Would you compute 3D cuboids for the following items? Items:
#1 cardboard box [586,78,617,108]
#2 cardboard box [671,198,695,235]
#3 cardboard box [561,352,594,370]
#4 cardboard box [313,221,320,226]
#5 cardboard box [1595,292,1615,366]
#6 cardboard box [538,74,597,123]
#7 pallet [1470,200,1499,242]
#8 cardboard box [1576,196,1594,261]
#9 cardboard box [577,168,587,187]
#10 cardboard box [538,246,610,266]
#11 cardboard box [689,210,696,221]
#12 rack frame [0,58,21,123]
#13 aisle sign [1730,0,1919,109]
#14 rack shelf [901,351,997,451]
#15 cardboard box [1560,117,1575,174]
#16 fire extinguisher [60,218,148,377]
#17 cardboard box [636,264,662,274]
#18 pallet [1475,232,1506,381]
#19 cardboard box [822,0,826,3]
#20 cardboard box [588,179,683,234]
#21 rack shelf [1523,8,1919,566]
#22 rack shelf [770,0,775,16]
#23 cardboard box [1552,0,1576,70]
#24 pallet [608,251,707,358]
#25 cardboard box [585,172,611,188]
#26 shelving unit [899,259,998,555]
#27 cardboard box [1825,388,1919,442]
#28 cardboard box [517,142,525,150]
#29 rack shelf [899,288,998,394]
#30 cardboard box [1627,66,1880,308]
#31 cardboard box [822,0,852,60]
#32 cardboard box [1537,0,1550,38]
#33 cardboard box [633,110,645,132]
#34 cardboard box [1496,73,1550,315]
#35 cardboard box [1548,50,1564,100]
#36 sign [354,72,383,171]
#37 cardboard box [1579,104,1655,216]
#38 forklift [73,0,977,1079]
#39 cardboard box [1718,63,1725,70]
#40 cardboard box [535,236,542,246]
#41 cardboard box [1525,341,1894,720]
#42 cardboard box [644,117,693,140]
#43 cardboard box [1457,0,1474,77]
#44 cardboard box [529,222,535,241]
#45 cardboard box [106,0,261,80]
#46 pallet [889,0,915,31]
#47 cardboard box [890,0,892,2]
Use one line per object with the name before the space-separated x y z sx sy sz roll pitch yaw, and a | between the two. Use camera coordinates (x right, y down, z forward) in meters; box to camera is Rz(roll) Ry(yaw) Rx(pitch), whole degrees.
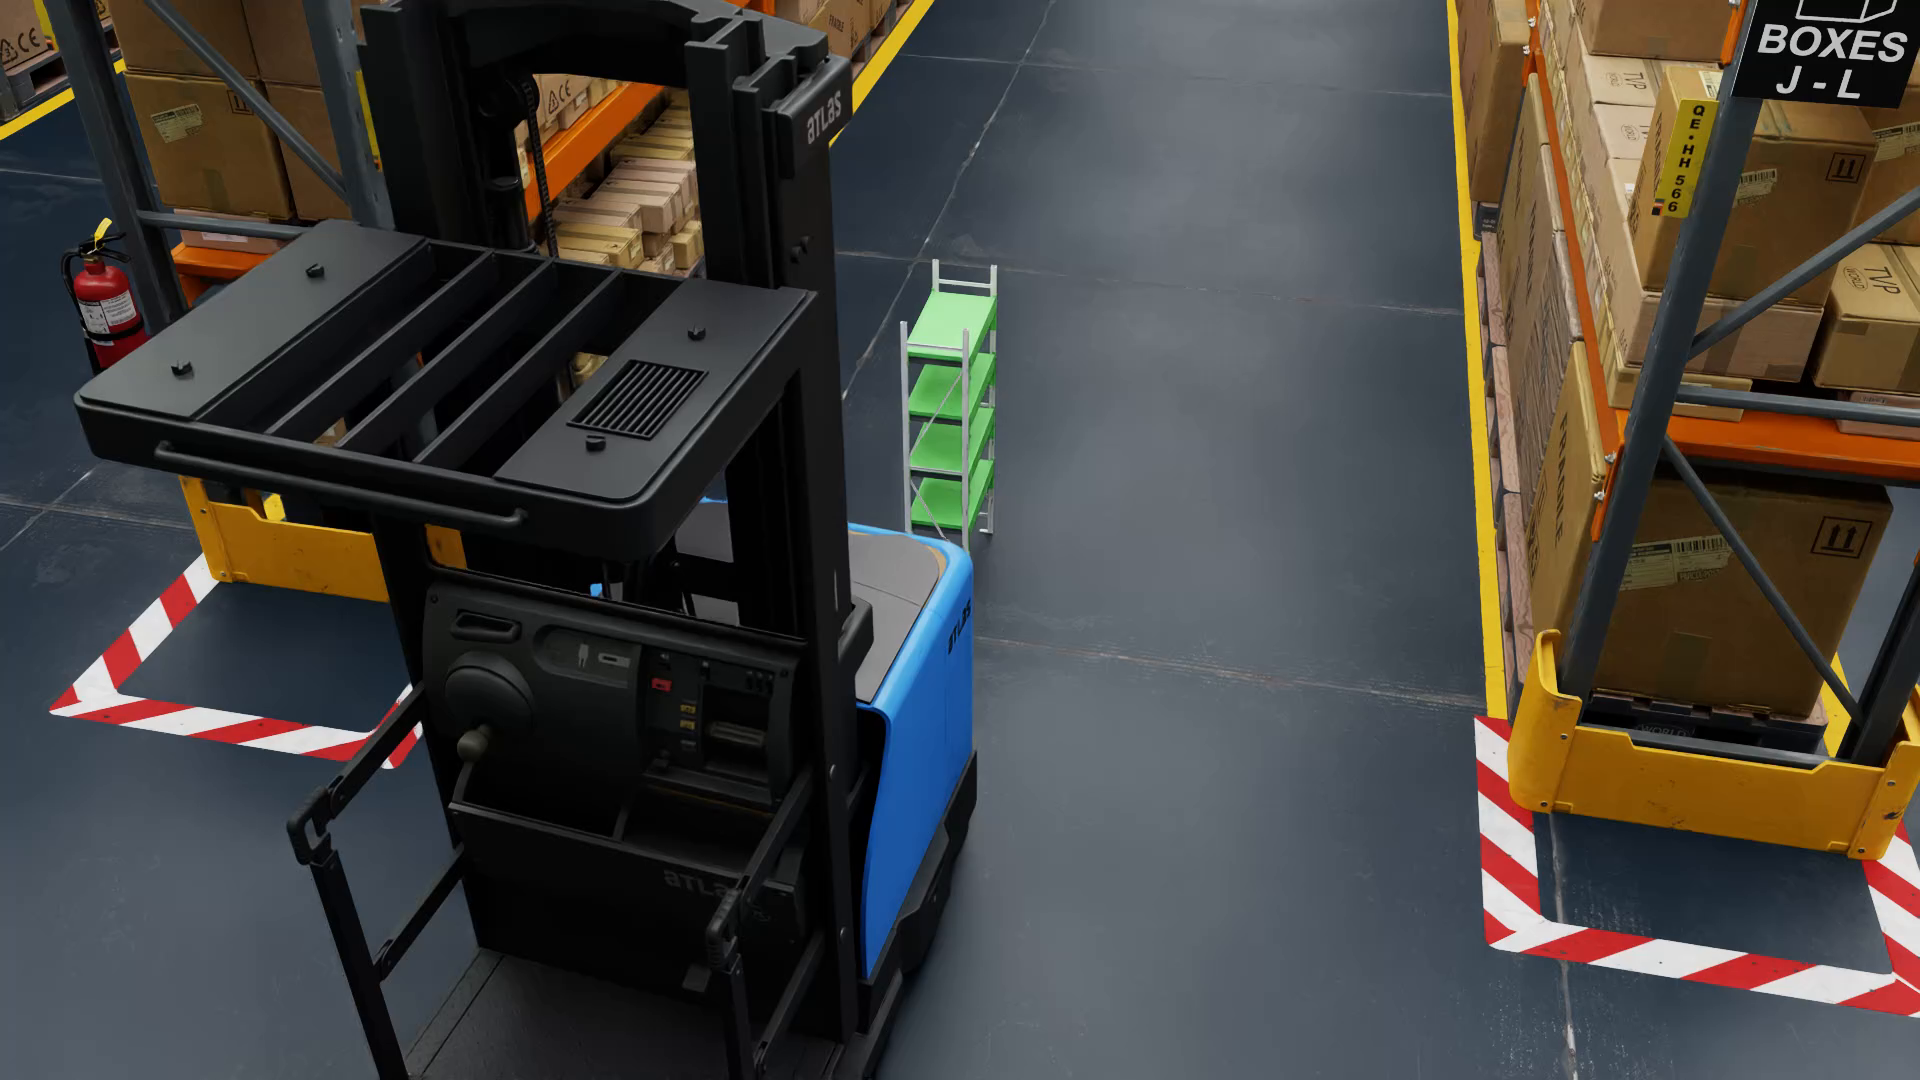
cardboard box | -1.708 -1.987 7.150 0.380 0.149 0.250 9 37 12
cardboard box | -1.553 -1.660 8.302 0.380 0.149 0.250 8 37 11
cardboard box | -1.777 -0.883 7.230 0.380 0.149 0.250 8 37 11
cardboard box | -2.497 -1.302 6.204 0.380 0.149 0.250 7 37 10
cardboard box | 2.252 -0.657 5.314 0.380 0.149 0.250 8 37 10
cardboard box | -1.808 -2.016 6.637 0.500 0.500 0.500 8 37 11
pallet | 3.389 -1.980 9.302 1.003 0.211 1.213 7 37 10
cardboard box | 2.415 -1.093 5.916 0.380 0.149 0.250 7 36 9
cardboard box | -2.092 -1.832 8.286 0.380 0.149 0.250 8 37 11
cardboard box | -1.776 -1.170 7.372 0.380 0.149 0.250 9 37 12
cardboard box | -1.582 -1.651 8.543 0.380 0.149 0.250 6 36 9
rack frame | -6.383 -3.899 9.574 1.000 3.000 0.127 7 37 10
aisle sign | 2.135 -1.413 3.928 0.394 0.787 0.004 7 37 10
rack shelf | -0.035 -0.534 6.164 0.258 0.148 0.480 7 37 10
cardboard box | 2.578 -1.534 6.524 0.380 0.149 0.250 6 36 9
fire extinguisher | -2.885 -0.775 5.646 0.296 0.674 0.183 7 37 10
cardboard box | -1.638 -1.208 7.932 0.380 0.149 0.250 7 37 10
pallet | 3.059 -1.102 8.090 1.003 0.211 1.213 7 37 10
cardboard box | -0.999 -3.494 10.148 0.500 0.250 0.500 8 37 11
cardboard box | -1.554 -1.600 7.966 0.380 0.149 0.250 6 36 8
rack shelf | 2.871 -1.219 6.489 1.077 0.370 4.000 7 37 10
rack shelf | -1.099 -4.192 10.591 1.077 0.370 4.000 7 37 10
cardboard box | 2.831 -2.196 7.098 0.500 0.250 0.500 7 37 10
pallet | -1.893 -1.117 8.111 1.003 0.211 1.213 7 37 10
cardboard box | -1.960 -1.850 8.565 0.380 0.149 0.250 6 36 8
shelving unit | -0.035 -0.391 6.267 0.258 1.200 0.503 7 37 10
cardboard box | 2.842 -0.424 4.993 0.380 0.149 0.250 8 37 10
cardboard box | -1.946 -1.551 6.548 0.380 0.149 0.250 9 37 12
rack shelf | -0.035 -0.728 6.023 0.258 0.148 0.480 7 37 10
cardboard box | 2.291 -1.039 4.863 0.500 0.500 0.500 8 37 11
cardboard box | -0.998 -3.188 10.365 0.500 0.500 0.500 9 37 12
cardboard box | 2.910 -2.427 7.757 0.380 0.149 0.250 7 37 10
cardboard box | -1.919 -2.271 8.892 0.380 0.149 0.250 9 37 12
cardboard box | 3.079 -1.598 7.852 0.875 0.875 0.875 7 37 10
cardboard box | 2.744 -1.975 7.133 0.380 0.149 0.250 6 36 9
sign | -1.850 -1.326 5.286 0.100 0.325 0.005 7 37 10
cardboard box | 2.505 -1.317 5.886 0.500 0.250 0.500 6 36 8
forklift | -0.877 0.434 3.654 1.130 2.935 3.031 11 37 14
cardboard box | 3.243 -1.841 6.609 0.500 0.250 0.500 8 37 11
cardboard box | -2.235 -1.421 7.972 0.380 0.149 0.250 8 37 10
cardboard box | 2.502 -0.050 5.716 0.875 0.875 0.875 7 37 10
cardboard box | -1.410 -2.062 8.603 0.380 0.149 0.250 7 37 10
cardboard box | 3.787 -3.357 10.278 1.225 0.875 0.875 7 37 10
cardboard box | -2.189 -1.375 7.656 0.380 0.149 0.250 6 36 8
cardboard box | -2.526 -1.903 5.629 0.500 0.500 0.500 7 36 9
pallet | -0.840 -4.053 12.162 1.003 0.211 1.213 7 37 10
cardboard box | -0.671 -4.081 11.596 0.500 0.500 0.500 9 37 12
